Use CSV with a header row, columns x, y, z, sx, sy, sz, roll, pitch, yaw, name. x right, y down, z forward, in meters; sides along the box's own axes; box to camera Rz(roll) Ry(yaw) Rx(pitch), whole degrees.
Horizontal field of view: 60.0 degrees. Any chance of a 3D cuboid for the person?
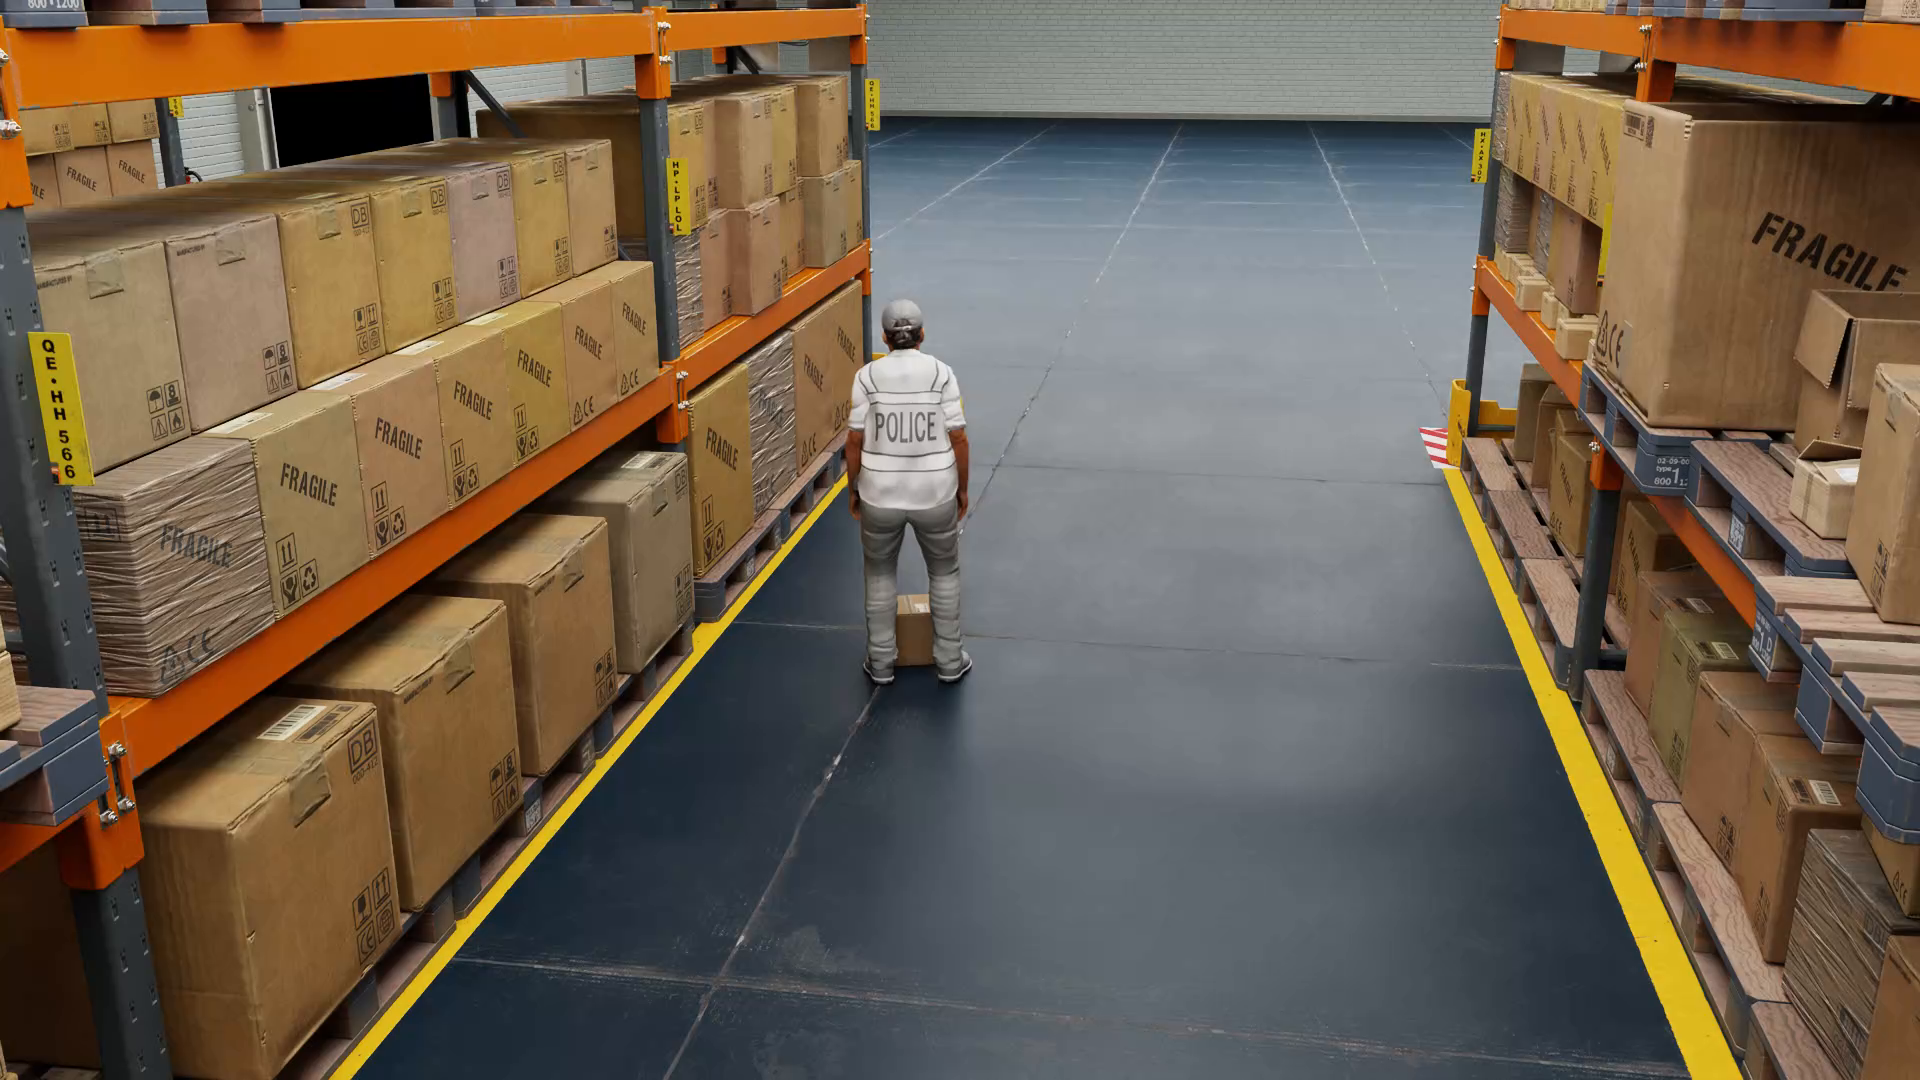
x,y,z,sx,sy,sz,roll,pitch,yaw,name
-0.215,-0.195,7.144,0.539,1.666,0.465,0,18,-1,person
